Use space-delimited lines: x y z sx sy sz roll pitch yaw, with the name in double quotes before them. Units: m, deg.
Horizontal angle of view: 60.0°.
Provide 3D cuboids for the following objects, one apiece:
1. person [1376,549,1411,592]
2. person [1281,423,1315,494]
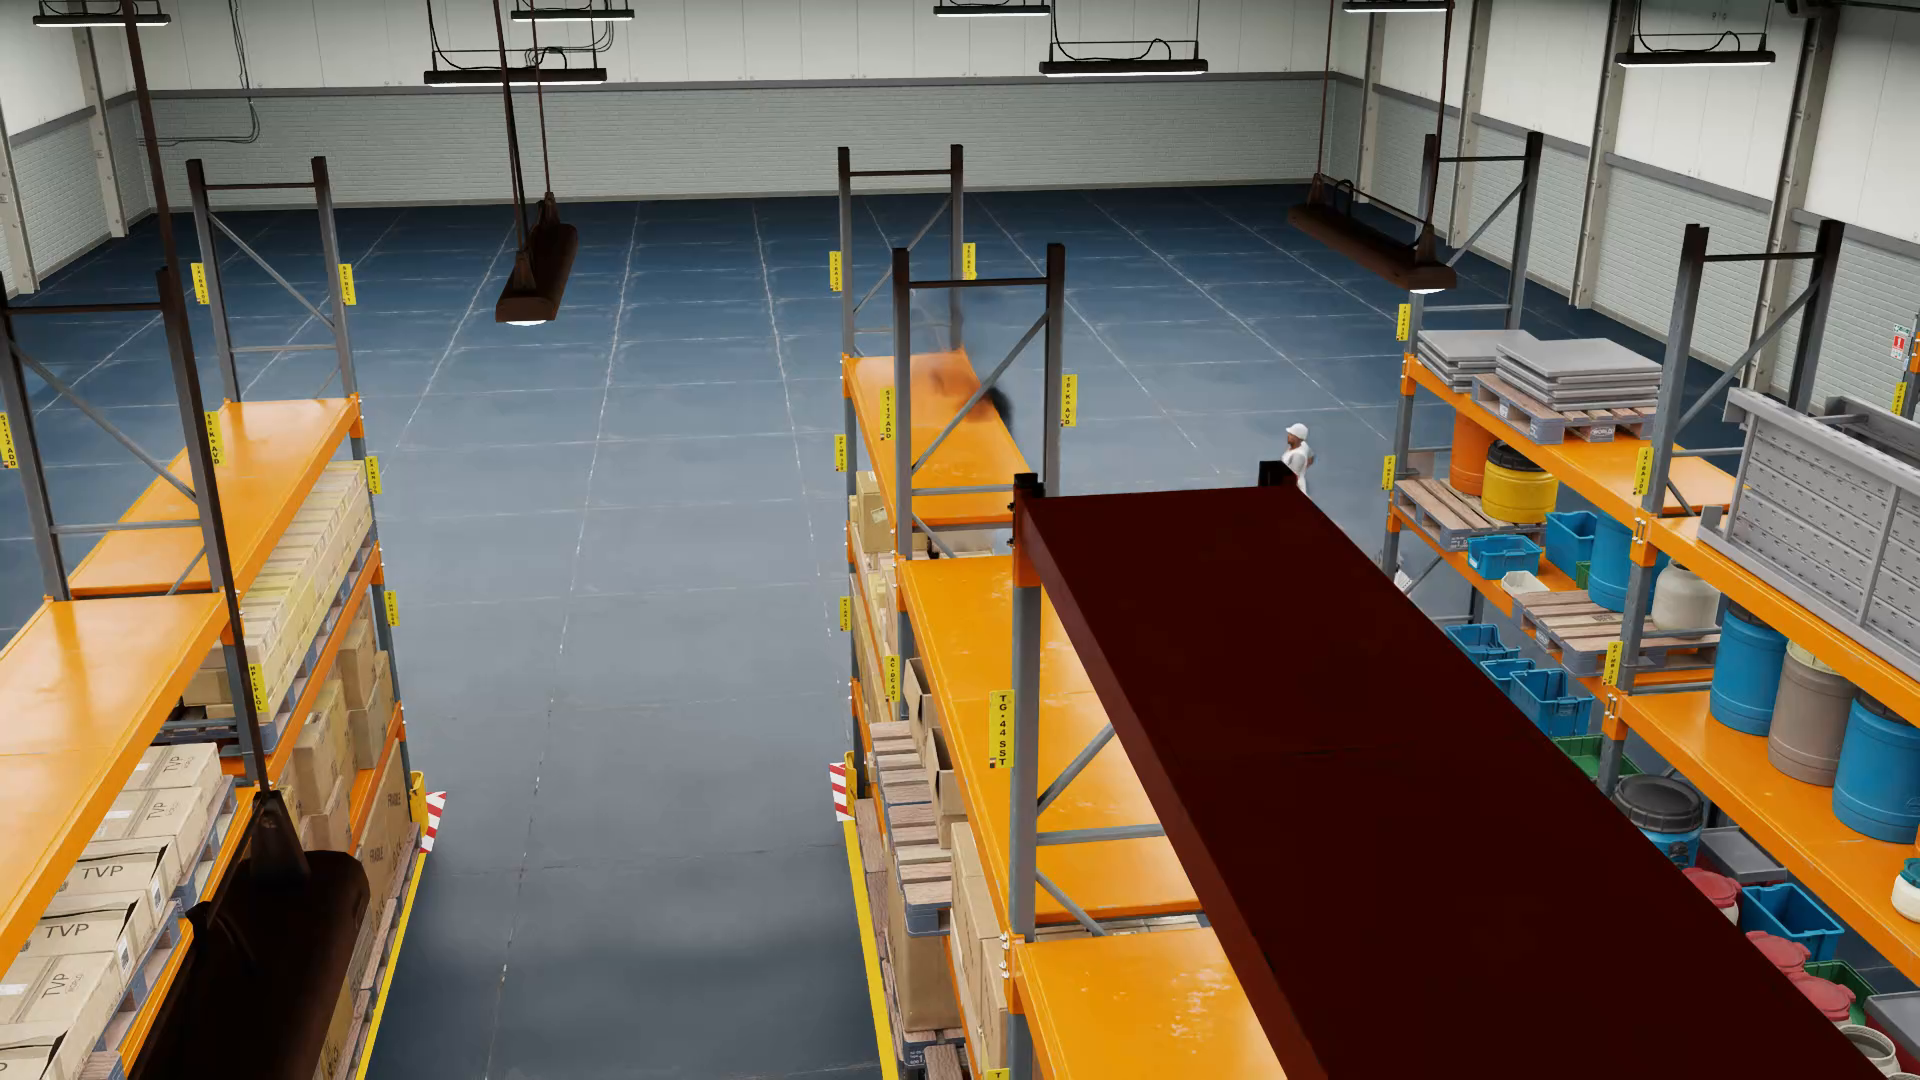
"person" 4.377 0.813 17.360 0.512 1.631 0.632 9 23 21
"person" 4.102 -0.623 20.801 0.676 1.761 0.666 2 22 6
